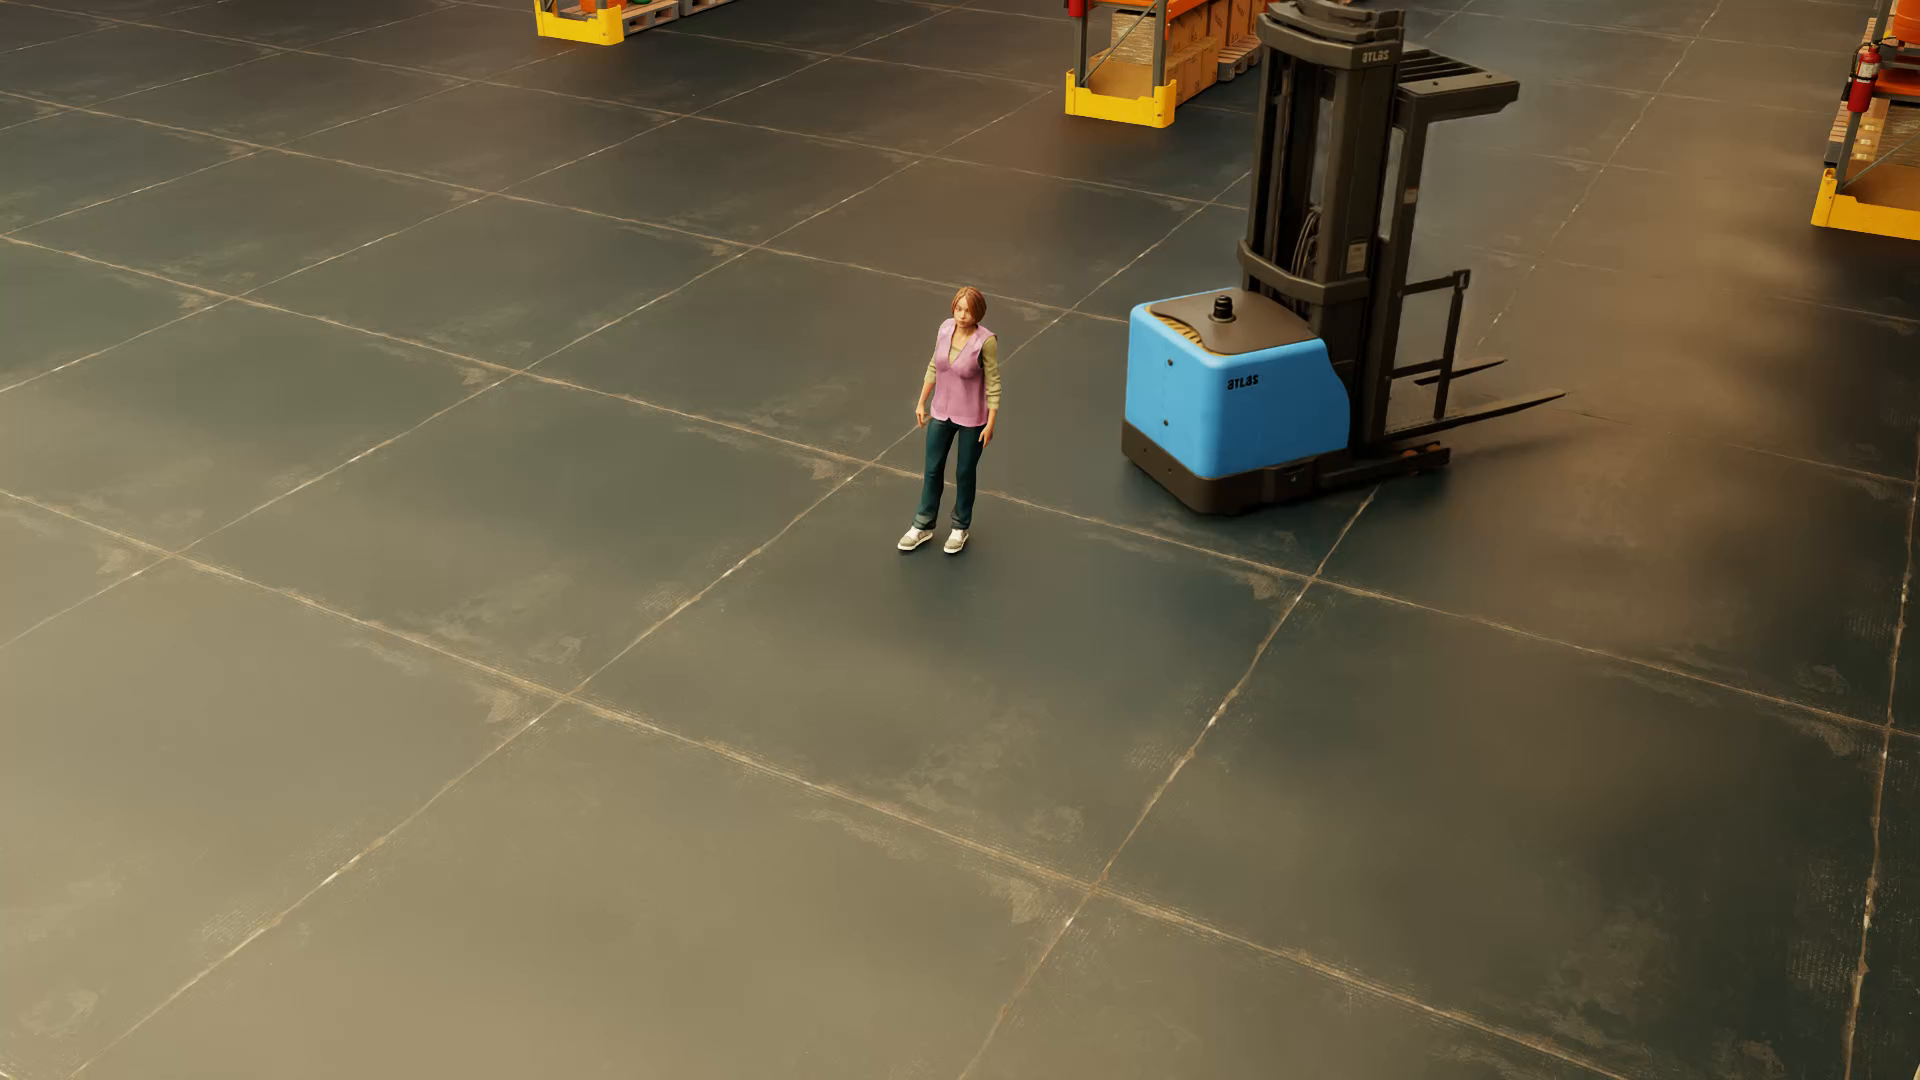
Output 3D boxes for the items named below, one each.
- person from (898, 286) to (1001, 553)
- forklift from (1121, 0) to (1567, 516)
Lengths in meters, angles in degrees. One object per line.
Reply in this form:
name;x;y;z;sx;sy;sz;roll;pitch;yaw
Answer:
person;-0.049;-0.669;9.549;0.520;1.599;0.473;15;33;25
forklift;2.611;-1.906;10.373;3.031;2.935;1.130;-13;33;-22
